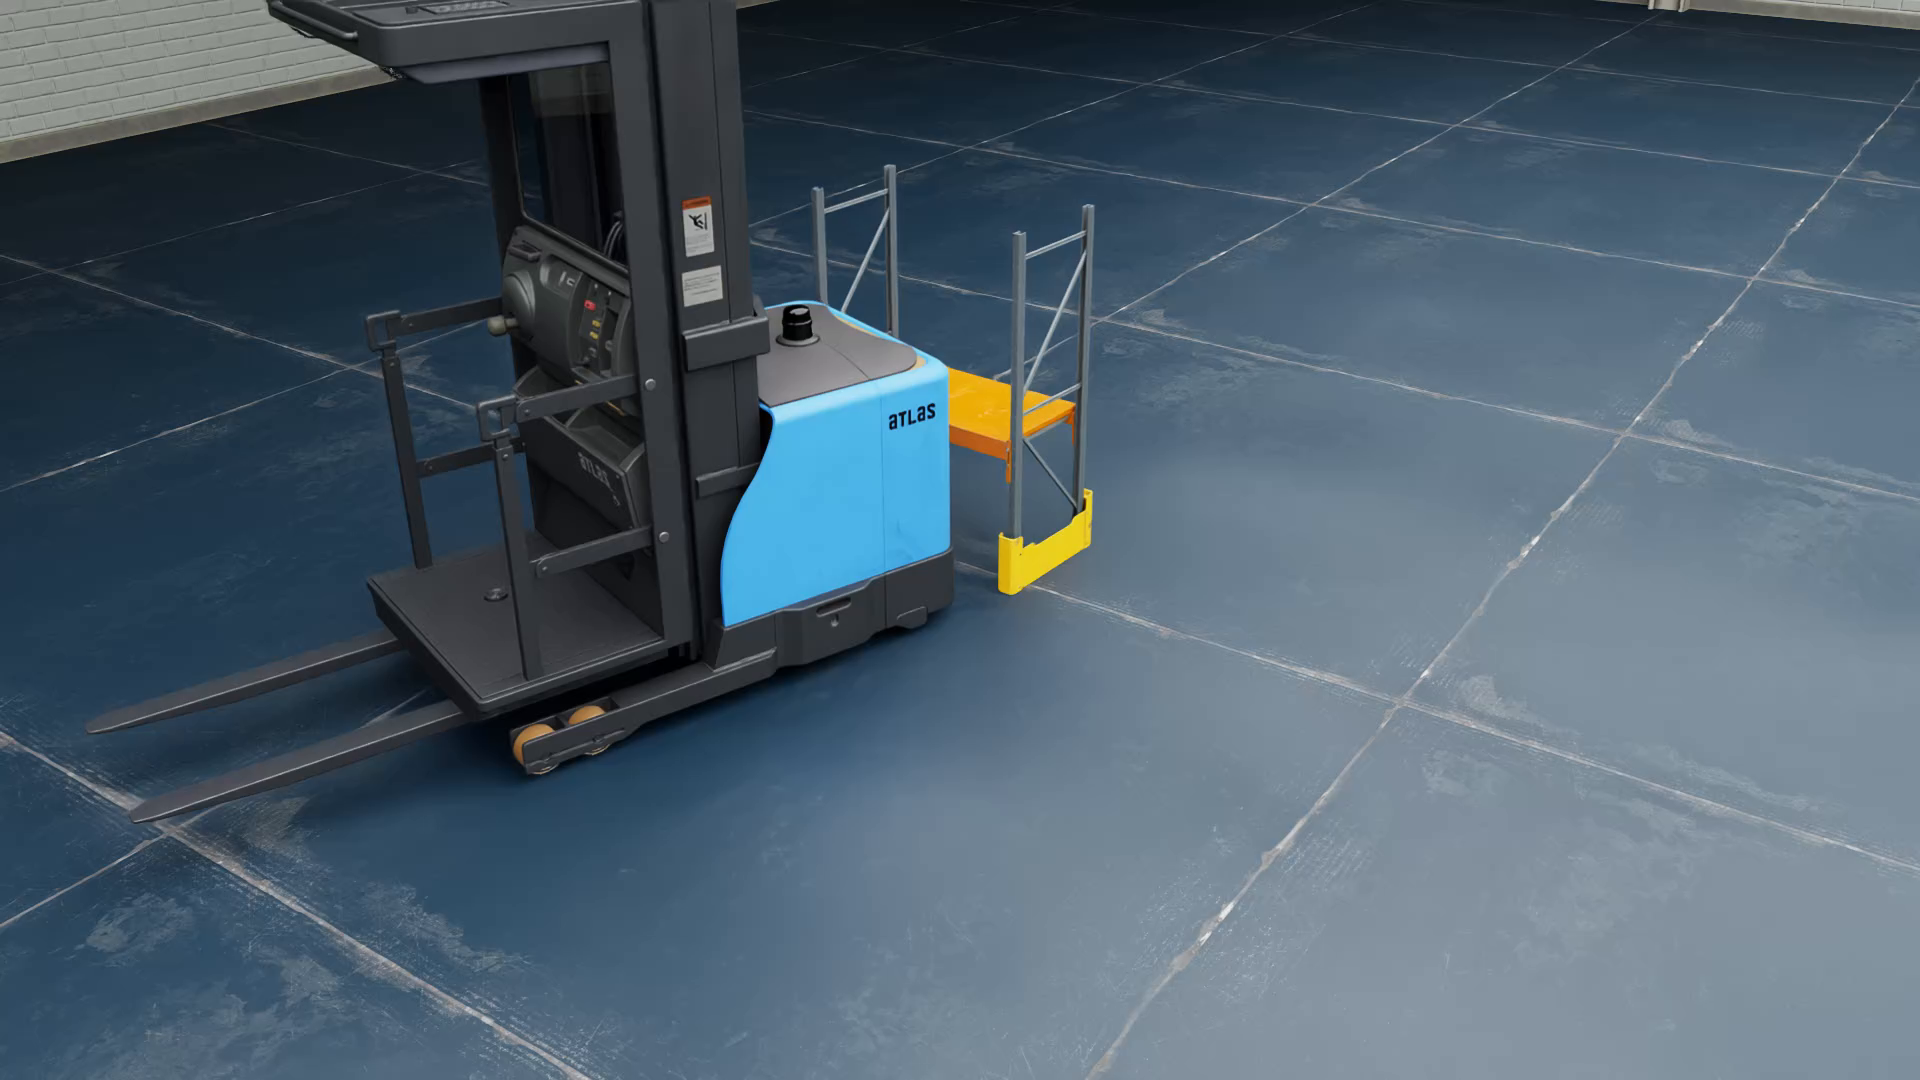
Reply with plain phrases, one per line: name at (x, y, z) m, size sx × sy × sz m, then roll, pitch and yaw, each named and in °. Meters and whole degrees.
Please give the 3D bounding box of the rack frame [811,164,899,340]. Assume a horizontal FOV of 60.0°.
rack frame at (-0.439, -0.841, 7.249) m, size 0.032 × 1.500 × 0.500 m, roll 19°, pitch 33°, yaw 33°

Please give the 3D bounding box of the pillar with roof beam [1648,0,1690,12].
pillar with roof beam at (5.863, -8.625, 14.277) m, size 0.400 × 9.000 × 9.100 m, roll 17°, pitch 32°, yaw 30°

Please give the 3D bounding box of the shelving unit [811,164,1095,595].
shelving unit at (-0.031, -0.697, 6.965) m, size 1.083 × 1.500 × 0.587 m, roll 19°, pitch 33°, yaw 33°

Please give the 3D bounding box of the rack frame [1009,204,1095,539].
rack frame at (0.363, -0.557, 6.692) m, size 0.032 × 1.500 × 0.500 m, roll 19°, pitch 33°, yaw 33°

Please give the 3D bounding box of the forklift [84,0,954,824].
forklift at (-1.509, -0.779, 5.548) m, size 3.031 × 2.935 × 1.130 m, roll -19°, pitch 32°, yaw -32°

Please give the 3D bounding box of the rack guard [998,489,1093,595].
rack guard at (0.362, -0.001, 6.976) m, size 0.087 × 0.250 × 0.587 m, roll 19°, pitch 33°, yaw 33°

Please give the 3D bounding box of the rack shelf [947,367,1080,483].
rack shelf at (-0.038, -0.539, 7.052) m, size 1.000 × 0.185 × 0.538 m, roll 19°, pitch 33°, yaw 33°
